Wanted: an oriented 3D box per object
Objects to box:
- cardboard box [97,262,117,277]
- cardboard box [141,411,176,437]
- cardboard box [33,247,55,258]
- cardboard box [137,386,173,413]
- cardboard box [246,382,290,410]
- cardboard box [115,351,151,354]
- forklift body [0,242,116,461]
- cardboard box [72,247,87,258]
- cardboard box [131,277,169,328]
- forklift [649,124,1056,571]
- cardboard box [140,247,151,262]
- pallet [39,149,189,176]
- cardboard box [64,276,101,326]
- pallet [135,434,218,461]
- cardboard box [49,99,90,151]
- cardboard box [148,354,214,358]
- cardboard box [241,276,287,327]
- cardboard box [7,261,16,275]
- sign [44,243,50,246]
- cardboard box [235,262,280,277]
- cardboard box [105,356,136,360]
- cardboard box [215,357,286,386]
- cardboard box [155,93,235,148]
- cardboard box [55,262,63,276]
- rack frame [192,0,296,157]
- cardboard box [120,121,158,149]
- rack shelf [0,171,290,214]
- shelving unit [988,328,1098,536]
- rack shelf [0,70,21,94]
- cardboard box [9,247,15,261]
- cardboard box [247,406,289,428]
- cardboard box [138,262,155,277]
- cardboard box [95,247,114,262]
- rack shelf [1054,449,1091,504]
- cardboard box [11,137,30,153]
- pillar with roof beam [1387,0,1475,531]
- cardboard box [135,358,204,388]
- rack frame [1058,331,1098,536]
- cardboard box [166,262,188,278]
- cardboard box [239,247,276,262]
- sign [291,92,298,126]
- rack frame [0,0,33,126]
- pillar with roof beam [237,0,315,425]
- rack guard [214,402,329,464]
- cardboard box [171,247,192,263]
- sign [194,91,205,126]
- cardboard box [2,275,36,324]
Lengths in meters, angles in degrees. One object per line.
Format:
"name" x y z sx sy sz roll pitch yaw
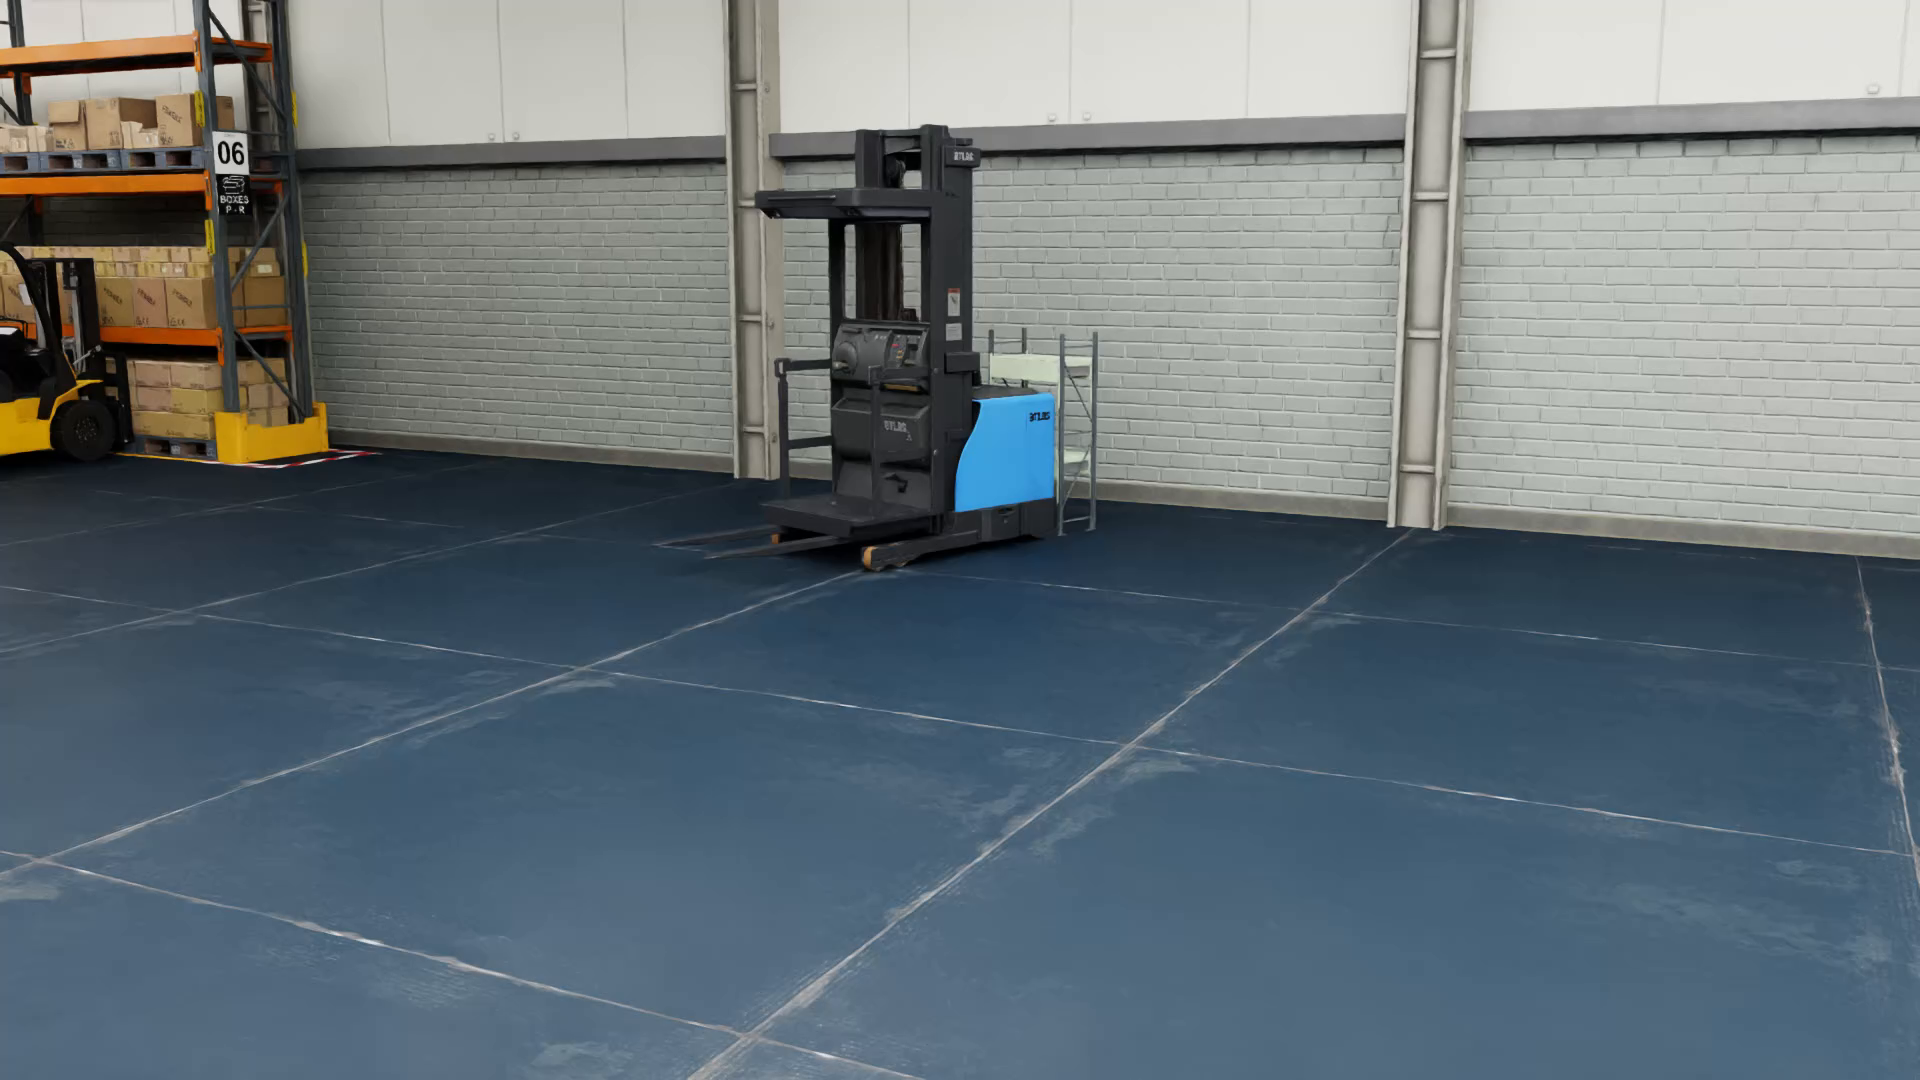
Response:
"cardboard box" -8.603 -2.781 17.072 0.250 0.149 0.380 5 11 26
"cardboard box" -8.010 -1.214 17.056 0.500 0.250 0.500 5 11 26
"cardboard box" -9.502 -3.013 17.517 0.250 0.149 0.380 5 11 25
"cardboard box" -8.027 -1.462 17.025 0.500 0.250 0.500 5 11 25
"cardboard box" -7.337 -1.503 17.249 0.500 0.250 0.500 5 12 27
"cardboard box" -9.159 -1.906 18.075 0.500 0.250 0.500 5 11 26
"forklift body" -9.515 -1.773 15.990 1.214 2.155 2.313 5 11 26
"cardboard box" -9.018 -2.985 17.362 0.250 0.149 0.380 5 11 26
"cardboard box" -8.026 -2.421 16.906 0.500 0.500 0.500 5 12 28
"forklift" -0.705 -1.338 11.395 3.031 2.935 1.130 -10 14 -43
"cardboard box" -8.093 -2.905 16.919 0.250 0.149 0.380 5 11 26
"pallet" -8.728 -3.921 17.300 1.213 0.211 1.003 5 11 26
"cardboard box" -8.941 -2.500 17.338 0.500 0.500 0.500 5 11 26
"pallet" -7.711 -1.015 17.243 1.213 0.211 1.003 5 11 26
"cardboard box" -8.894 -4.261 17.176 0.637 0.503 0.797 5 12 28
"cardboard box" -8.248 -1.827 17.635 0.500 0.250 0.500 5 11 25
"cardboard box" -7.328 -2.466 17.150 0.500 0.500 0.500 5 12 28
"cardboard box" -9.946 -2.913 17.802 0.250 0.149 0.380 5 11 26
"sign" -10.350 -3.202 18.846 0.005 0.325 0.100 5 11 26
"cardboard box" -7.196 -2.770 17.008 0.250 0.149 0.380 5 11 24
"cardboard box" -8.926 -1.784 17.397 0.500 0.250 0.500 5 11 25
"cardboard box" -7.354 -1.747 17.193 0.500 0.250 0.500 5 11 25
"cardboard box" -7.512 -4.110 16.354 0.500 0.500 0.500 5 12 28
"cardboard box" -9.290 -2.844 17.420 0.250 0.149 0.380 5 11 24
"rack frame" -7.007 -5.285 16.164 0.127 3.000 1.000 5 11 26
"cardboard box" -8.112 -4.036 16.600 0.258 0.266 0.396 5 11 26
"rack shelf" -8.801 -3.613 17.366 4.000 0.370 1.077 5 11 26
"shelving unit" 0.623 -0.839 12.654 0.431 1.500 0.755 -10 14 -43
"rack shelf" -12.388 -5.207 18.876 4.000 0.370 1.077 5 11 26
"cardboard box" -9.932 -3.066 17.809 0.250 0.149 0.380 5 11 25
"cardboard box" -7.361 -1.257 17.292 0.500 0.250 0.500 5 11 26
"cardboard box" -8.107 -2.751 16.905 0.250 0.149 0.380 5 11 25
"cardboard box" -8.610 -2.927 17.042 0.250 0.149 0.380 5 12 27
"rack shelf" 0.623 -0.518 12.712 0.431 0.370 0.720 -10 14 -43
"cardboard box" -9.637 -4.112 17.351 0.250 0.149 0.380 5 12 28
"pillar with roof beam" 1.624 -3.851 8.239 0.400 9.000 9.100 5 11 26
"cardboard box" -8.018 -1.704 16.959 0.500 0.250 0.500 5 12 27
"rack frame" 0.878 -0.792 12.396 0.400 1.500 0.023 -10 14 -43
"cardboard box" -7.684 -2.699 16.620 0.250 0.149 0.380 5 12 27
"cardboard box" -7.214 -2.908 16.940 0.250 0.149 0.380 5 11 25
"sign" -6.756 -4.366 16.833 0.005 0.325 0.100 5 11 26
"rack frame" -10.594 -5.600 17.906 0.127 3.000 1.000 5 11 26
"pillar with roof beam" -9.137 -4.796 13.464 0.400 9.000 9.100 5 11 26
"rack guard" -6.985 -1.101 16.911 0.348 0.500 1.175 5 11 26
"cardboard box" -7.656 -2.857 16.655 0.250 0.149 0.380 5 11 26
"sign" -7.260 -4.120 15.887 0.005 0.325 0.100 5 11 26
"cardboard box" -9.837 -2.582 17.795 0.500 0.500 0.500 5 12 27
